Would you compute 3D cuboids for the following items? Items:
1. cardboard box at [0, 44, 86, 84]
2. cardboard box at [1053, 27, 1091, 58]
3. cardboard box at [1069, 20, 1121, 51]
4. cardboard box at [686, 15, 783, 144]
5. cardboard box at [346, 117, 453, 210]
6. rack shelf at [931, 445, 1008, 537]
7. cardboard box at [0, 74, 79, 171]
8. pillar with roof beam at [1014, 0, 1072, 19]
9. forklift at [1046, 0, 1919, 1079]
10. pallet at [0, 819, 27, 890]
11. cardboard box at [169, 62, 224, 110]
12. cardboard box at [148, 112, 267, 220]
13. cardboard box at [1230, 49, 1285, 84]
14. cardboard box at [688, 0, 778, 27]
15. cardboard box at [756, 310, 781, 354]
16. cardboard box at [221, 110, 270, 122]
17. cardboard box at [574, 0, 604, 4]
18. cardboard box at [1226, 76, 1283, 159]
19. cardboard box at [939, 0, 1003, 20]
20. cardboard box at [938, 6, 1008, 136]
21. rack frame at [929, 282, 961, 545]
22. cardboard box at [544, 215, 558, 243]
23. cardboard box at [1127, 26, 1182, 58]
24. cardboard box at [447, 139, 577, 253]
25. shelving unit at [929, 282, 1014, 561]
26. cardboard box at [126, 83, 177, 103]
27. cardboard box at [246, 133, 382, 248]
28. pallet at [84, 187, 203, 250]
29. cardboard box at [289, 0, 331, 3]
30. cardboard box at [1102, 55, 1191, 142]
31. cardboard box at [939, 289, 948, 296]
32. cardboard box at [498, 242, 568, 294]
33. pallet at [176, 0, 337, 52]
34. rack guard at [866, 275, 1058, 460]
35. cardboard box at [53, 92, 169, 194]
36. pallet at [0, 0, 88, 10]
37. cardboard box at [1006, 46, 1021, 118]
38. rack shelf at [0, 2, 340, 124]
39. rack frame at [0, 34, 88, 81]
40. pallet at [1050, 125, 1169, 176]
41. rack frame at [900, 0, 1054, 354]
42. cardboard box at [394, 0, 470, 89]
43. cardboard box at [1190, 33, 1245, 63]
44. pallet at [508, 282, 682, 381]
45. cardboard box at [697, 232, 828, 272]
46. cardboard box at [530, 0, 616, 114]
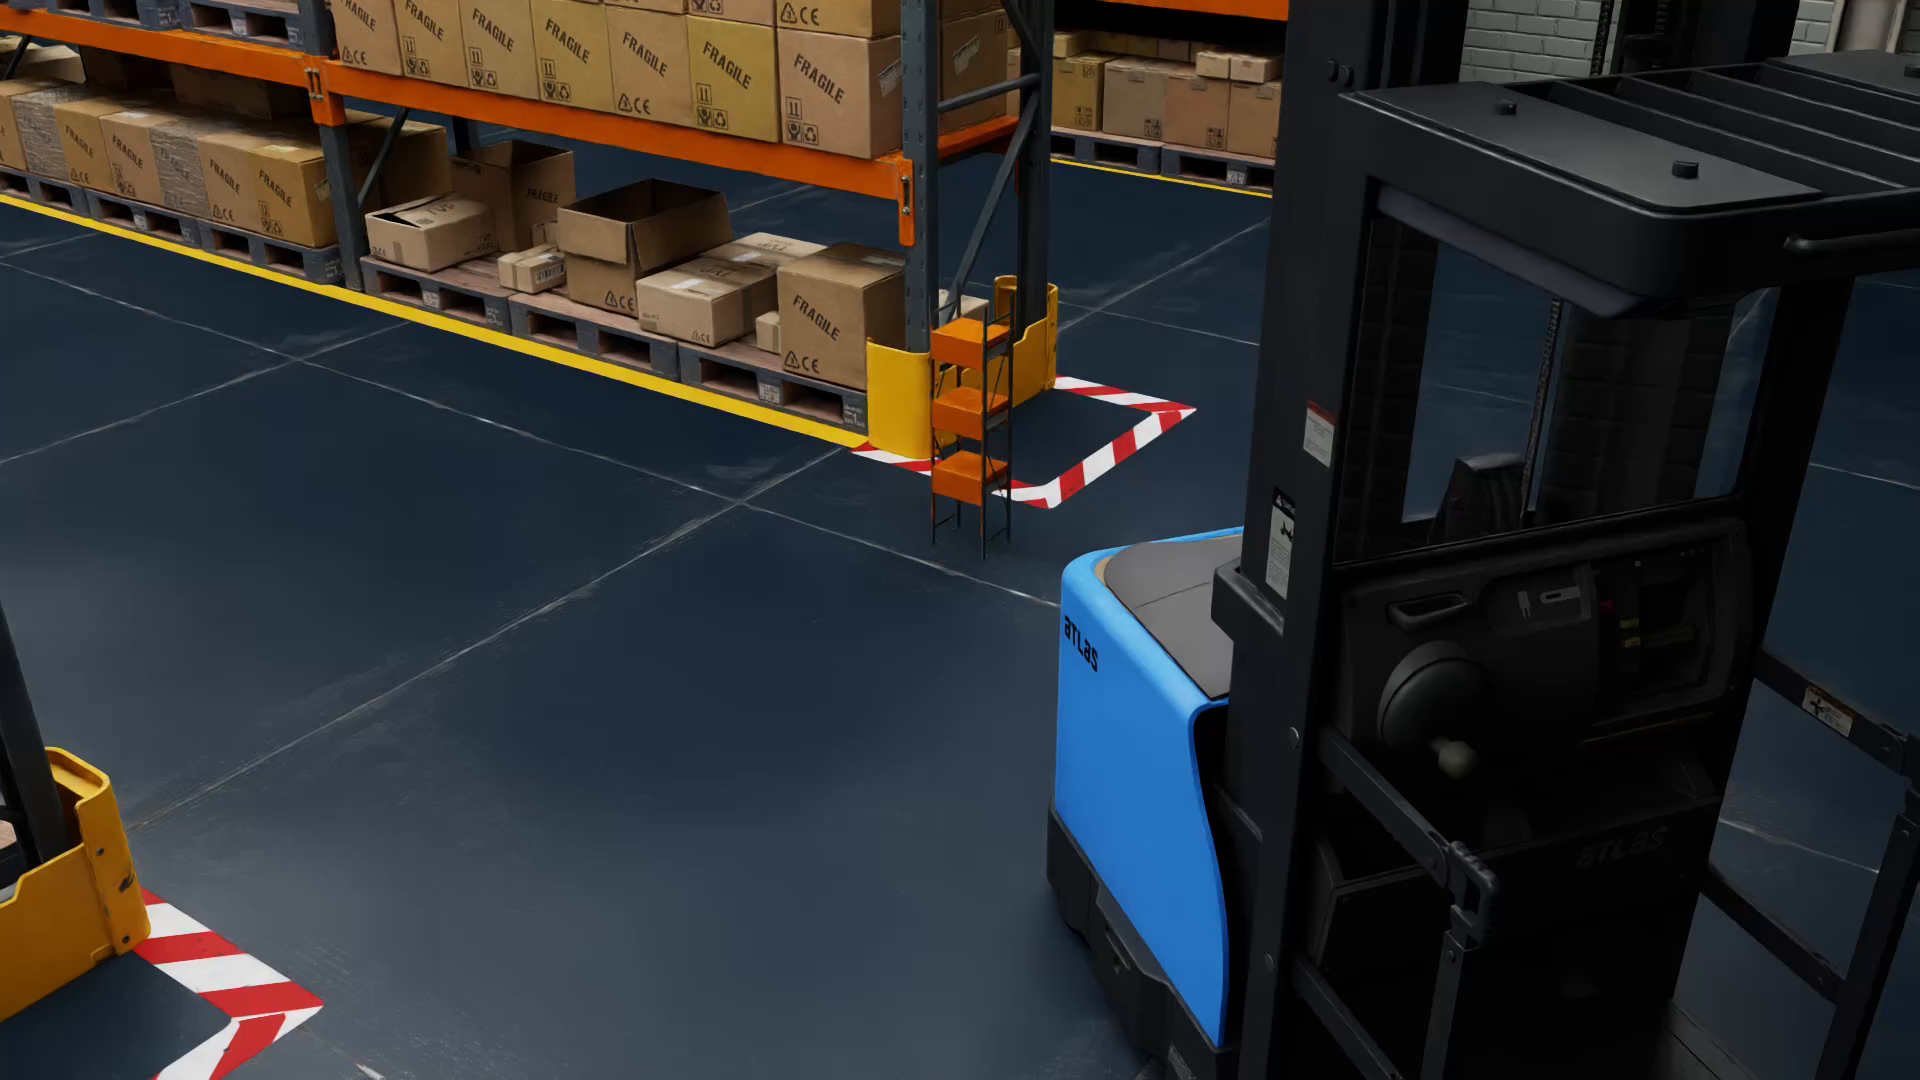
[{"bbox_3d":[-6.769,-3.438,12.149,0.500,0.311,0.500,19,32,32],"label":"cardboard box"},{"bbox_3d":[0.763,-3.650,12.193,0.250,0.149,0.380,16,31,29],"label":"cardboard box"},{"bbox_3d":[1.007,-3.784,12.457,0.250,0.149,0.380,18,32,31],"label":"cardboard box"},{"bbox_3d":[-0.862,-2.118,7.494,0.500,0.500,0.500,18,32,31],"label":"cardboard box"},{"bbox_3d":[-3.467,-2.253,10.140,0.500,0.500,0.500,16,31,28],"label":"cardboard box"},{"bbox_3d":[0.044,-0.197,6.616,0.240,0.259,0.215,17,32,30],"label":"rack shelf"},{"bbox_3d":[-6.290,-2.841,11.296,0.500,0.500,0.500,19,32,32],"label":"cardboard box"},{"bbox_3d":[-1.776,-6.016,8.650,0.400,9.000,9.100,17,32,30],"label":"pillar with roof beam"},{"bbox_3d":[1.219,0.245,3.037,1.130,2.935,3.031,-9,28,-17],"label":"forklift"},{"bbox_3d":[-3.375,0.939,4.671,1.213,0.211,1.003,17,32,30],"label":"pallet"},{"bbox_3d":[-4.705,-2.972,10.727,0.500,0.250,0.500,17,31,29],"label":"cardboard box"},{"bbox_3d":[-4.591,-2.316,10.264,0.500,0.500,0.500,18,32,31],"label":"cardboard box"},{"bbox_3d":[2.050,-3.250,11.408,0.250,0.149,0.380,17,31,30],"label":"cardboard box"},{"bbox_3d":[-0.849,-2.559,7.259,0.500,0.500,0.500,18,32,32],"label":"cardboard box"},{"bbox_3d":[-0.780,-1.047,8.138,0.250,0.166,0.380,17,32,30],"label":"cardboard box"},{"bbox_3d":[-4.321,-2.517,10.659,0.500,0.500,0.500,18,32,31],"label":"cardboard box"},{"bbox_3d":[-1.702,-2.822,7.776,0.500,0.500,0.500,18,32,32],"label":"cardboard box"},{"bbox_3d":[2.259,-2.996,11.624,0.500,0.500,0.700,17,32,30],"label":"cardboard box"},{"bbox_3d":[-0.126,-2.631,7.400,0.500,0.500,0.500,18,32,32],"label":"cardboard box"},{"bbox_3d":[-0.126,-2.185,7.626,0.500,0.500,0.500,18,32,31],"label":"cardboard box"},{"bbox_3d":[-0.056,-0.485,6.546,0.008,1.050,0.200,17,32,30],"label":"rack frame"},{"bbox_3d":[-1.958,-1.720,9.302,0.500,0.311,0.500,17,32,30],"label":"cardboard box"},{"bbox_3d":[1.429,-3.653,12.199,0.250,0.149,0.380,18,32,31],"label":"cardboard box"},{"bbox_3d":[-2.576,-1.997,9.638,0.500,0.500,0.500,17,32,30],"label":"cardboard box"},{"bbox_3d":[0.044,-0.454,6.485,0.252,1.050,0.215,17,32,30],"label":"shelving unit"},{"bbox_3d":[-5.173,-2.779,11.174,0.500,0.500,0.500,16,31,29],"label":"cardboard box"},{"bbox_3d":[-3.775,-2.057,9.755,0.500,0.500,0.500,17,32,30],"label":"cardboard box"},{"bbox_3d":[-4.908,-2.220,10.880,1.213,0.211,1.003,17,32,30],"label":"pallet"},{"bbox_3d":[-3.470,-3.392,9.535,0.500,0.500,0.700,7,28,13],"label":"cardboard box"},{"bbox_3d":[1.431,-3.254,12.130,0.500,0.500,0.700,16,31,29],"label":"cardboard box"},{"bbox_3d":[-0.266,-1.162,8.364,0.250,0.166,0.380,17,32,30],"label":"cardboard box"},{"bbox_3d":[-2.264,-1.482,8.993,0.250,0.166,0.380,17,32,30],"label":"cardboard box"},{"bbox_3d":[-3.803,-3.116,9.777,1.213,0.211,1.003,17,32,30],"label":"pallet"},{"bbox_3d":[0.028,-0.834,7.837,0.348,0.500,1.175,17,32,30],"label":"rack guard"},{"bbox_3d":[-5.445,-2.578,10.779,0.500,0.500,0.500,17,31,30],"label":"cardboard box"},{"bbox_3d":[-5.905,-3.749,11.021,1.003,0.211,1.213,17,32,30],"label":"pallet"},{"bbox_3d":[0.566,-3.521,12.654,0.500,0.500,0.700,17,32,30],"label":"cardboard box"},{"bbox_3d":[-4.855,-3.148,10.422,4.000,0.370,1.077,17,32,30],"label":"rack shelf"},{"bbox_3d":[-6.504,-3.982,11.268,0.127,3.000,1.000,17,32,30],"label":"rack frame"},{"bbox_3d":[1.187,-3.028,12.467,1.213,0.211,1.003,17,32,30],"label":"pallet"},{"bbox_3d":[0.091,-1.928,7.231,0.127,3.000,1.000,17,32,30],"label":"rack frame"},{"bbox_3d":[-2.517,-2.637,8.514,0.500,0.500,0.500,18,32,31],"label":"cardboard box"},{"bbox_3d":[1.851,-3.522,11.942,0.250,0.149,0.380,18,32,31],"label":"cardboard box"},{"bbox_3d":[-1.631,-1.223,8.920,1.213,0.211,1.003,17,32,30],"label":"pallet"},{"bbox_3d":[-1.021,-1.401,8.743,0.500,0.250,0.500,17,32,30],"label":"cardboard box"},{"bbox_3d":[-1.686,-2.377,8.004,0.500,0.500,0.500,17,31,30],"label":"cardboard box"}]
